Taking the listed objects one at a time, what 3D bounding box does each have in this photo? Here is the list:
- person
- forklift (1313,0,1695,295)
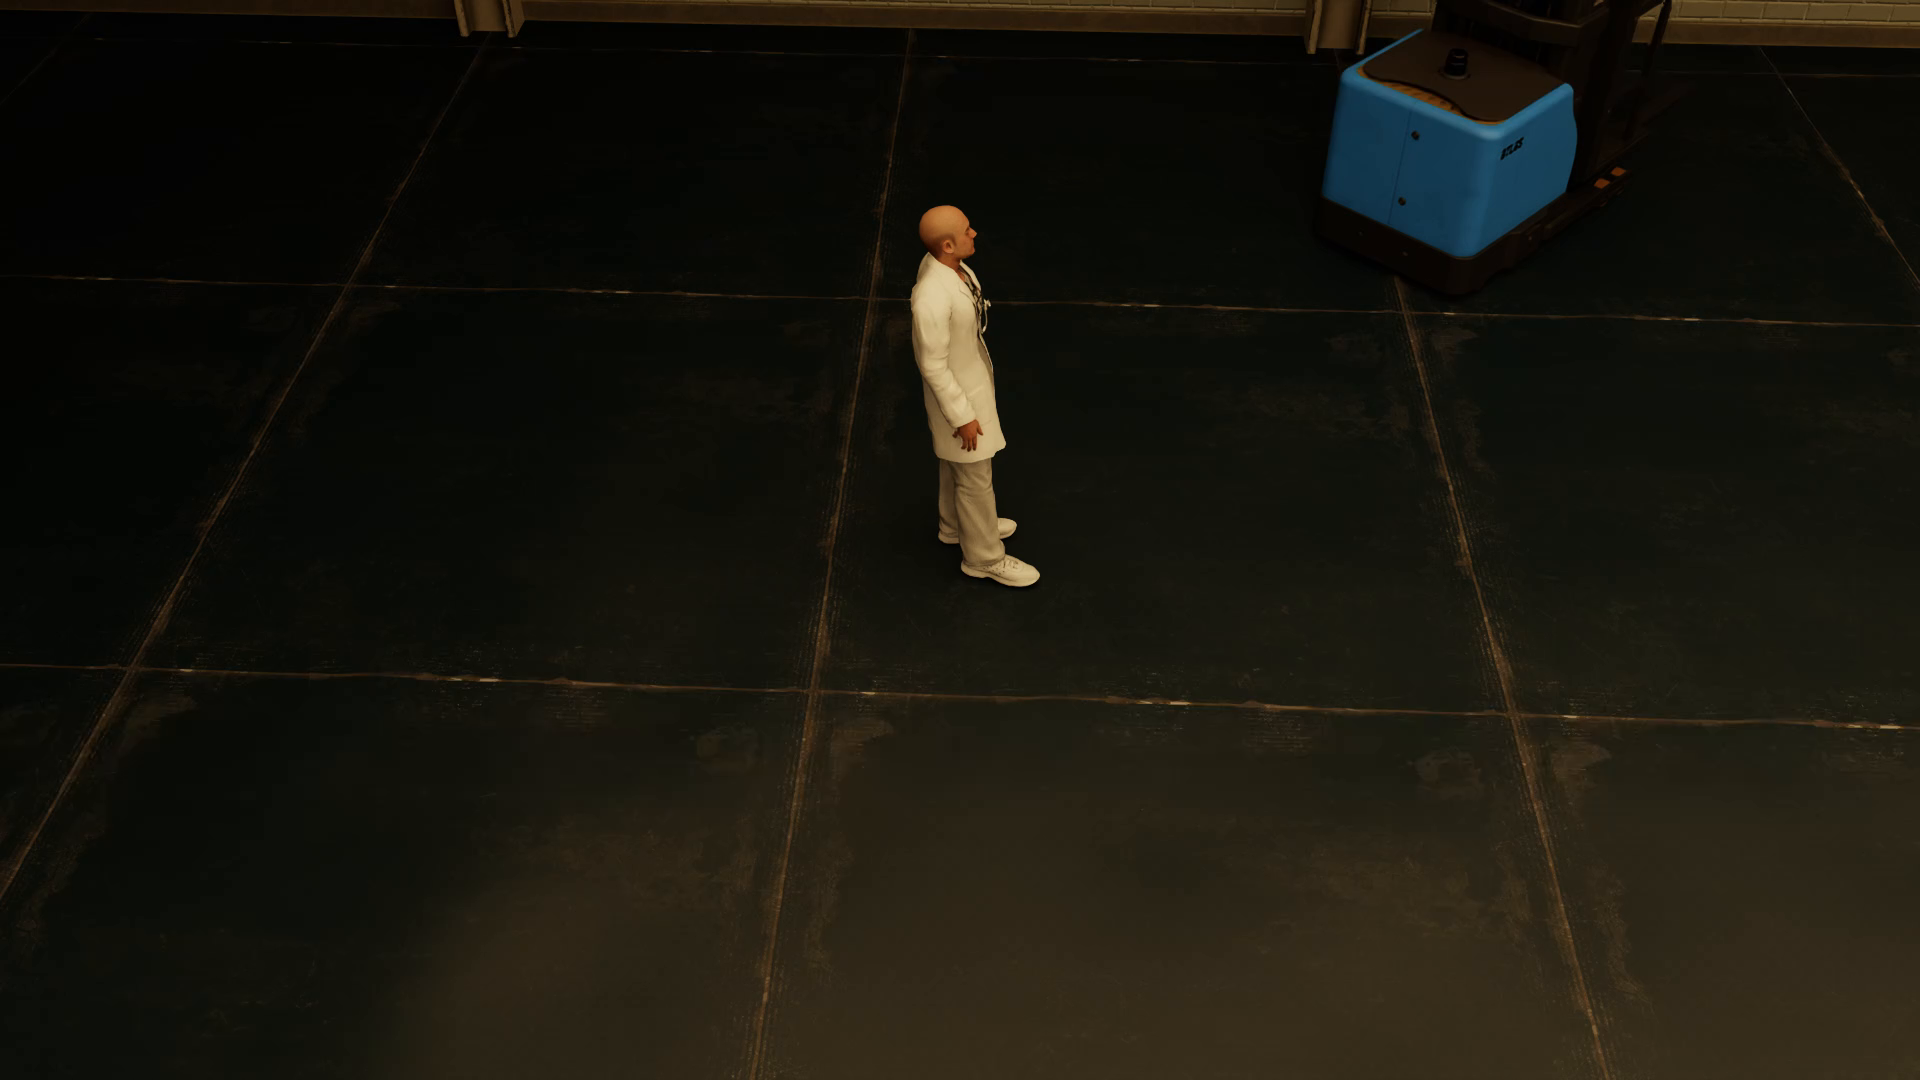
[{"bbox_3d":[0.090,-0.656,7.306,0.581,1.775,0.694,2,42,2],"label":"person"},{"bbox_3d":[3.486,-3.338,9.399,3.031,2.935,1.130,-34,52,-31],"label":"forklift"}]
